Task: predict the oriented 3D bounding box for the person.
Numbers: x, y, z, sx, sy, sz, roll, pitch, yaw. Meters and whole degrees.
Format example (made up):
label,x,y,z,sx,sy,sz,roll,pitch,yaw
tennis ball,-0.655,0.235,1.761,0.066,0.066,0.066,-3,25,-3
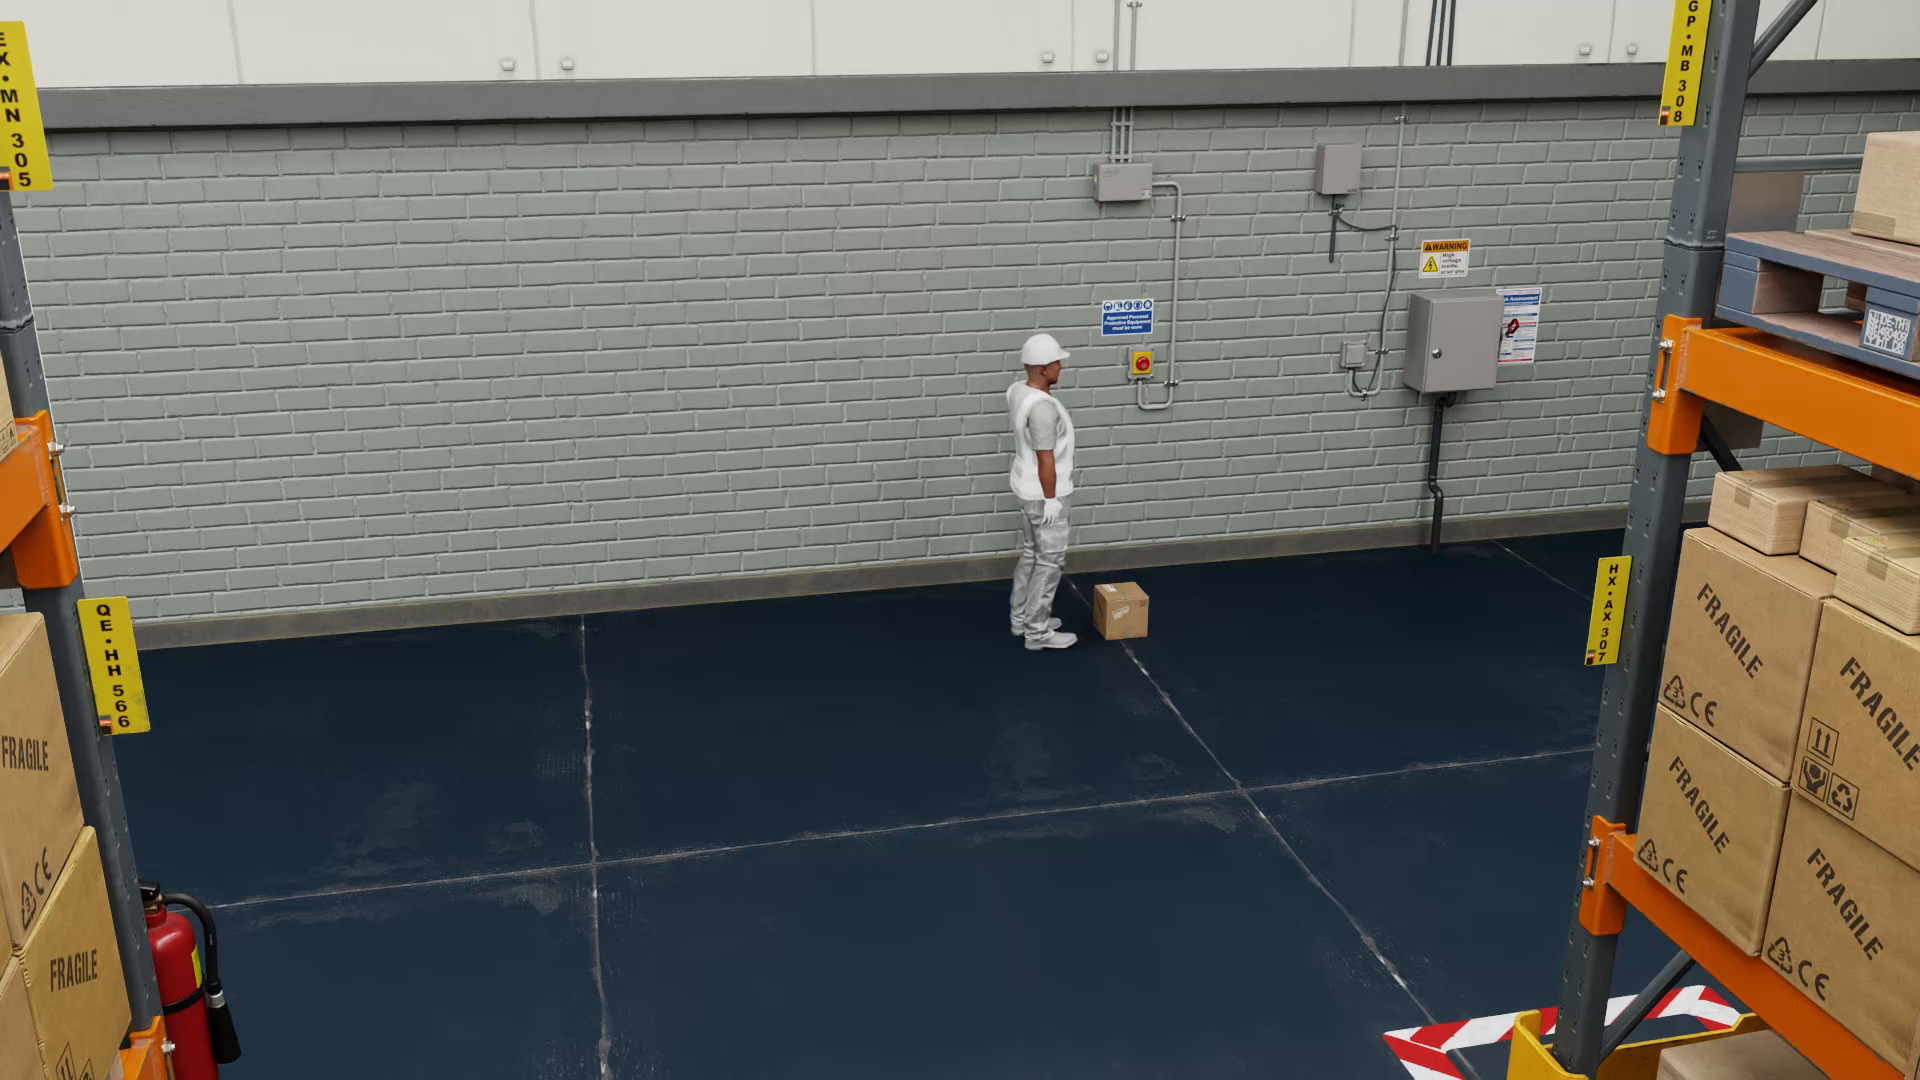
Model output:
label,x,y,z,sx,sy,sz,roll,pitch,yaw
person,0.461,-0.276,9.327,0.366,1.781,0.545,-4,20,-11
